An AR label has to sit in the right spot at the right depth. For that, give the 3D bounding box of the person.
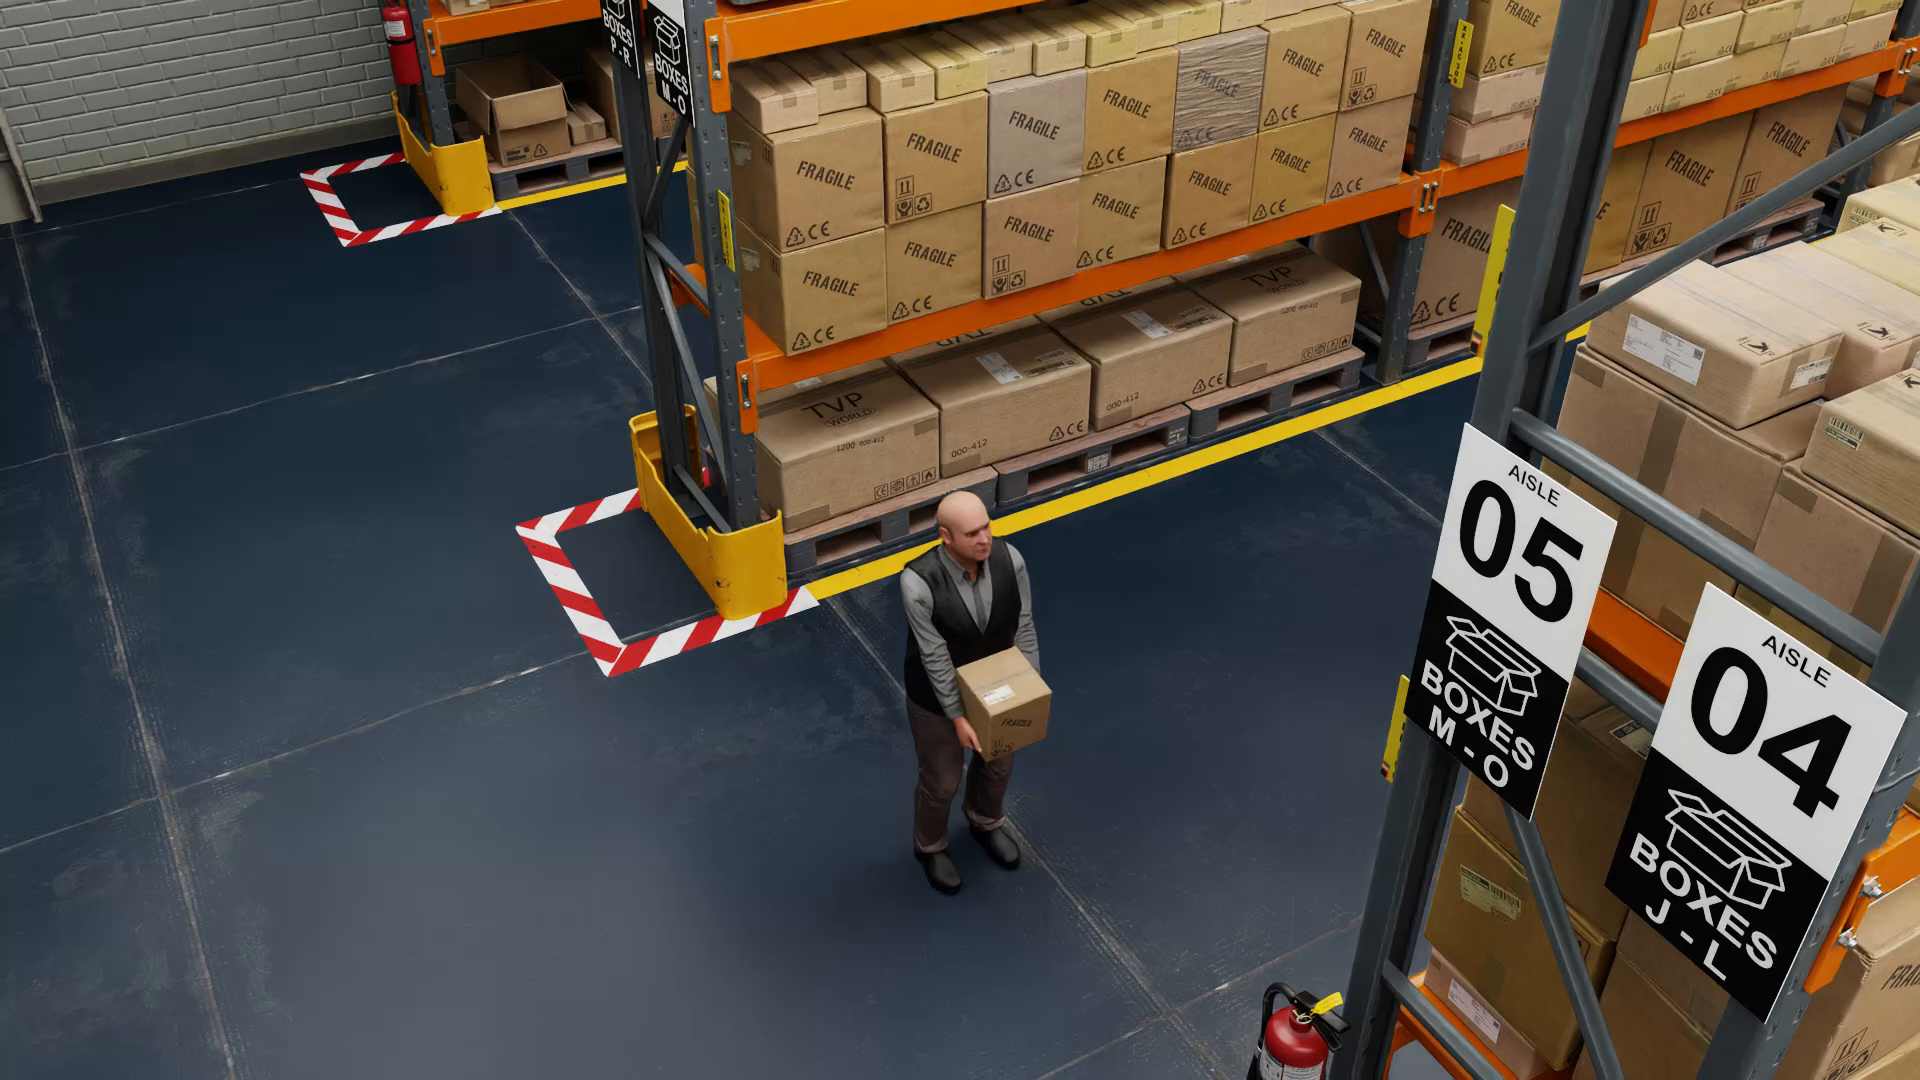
[{"bbox_3d":[0.071,0.606,6.140,0.494,1.711,0.539,-18,40,-23],"label":"person"}]
